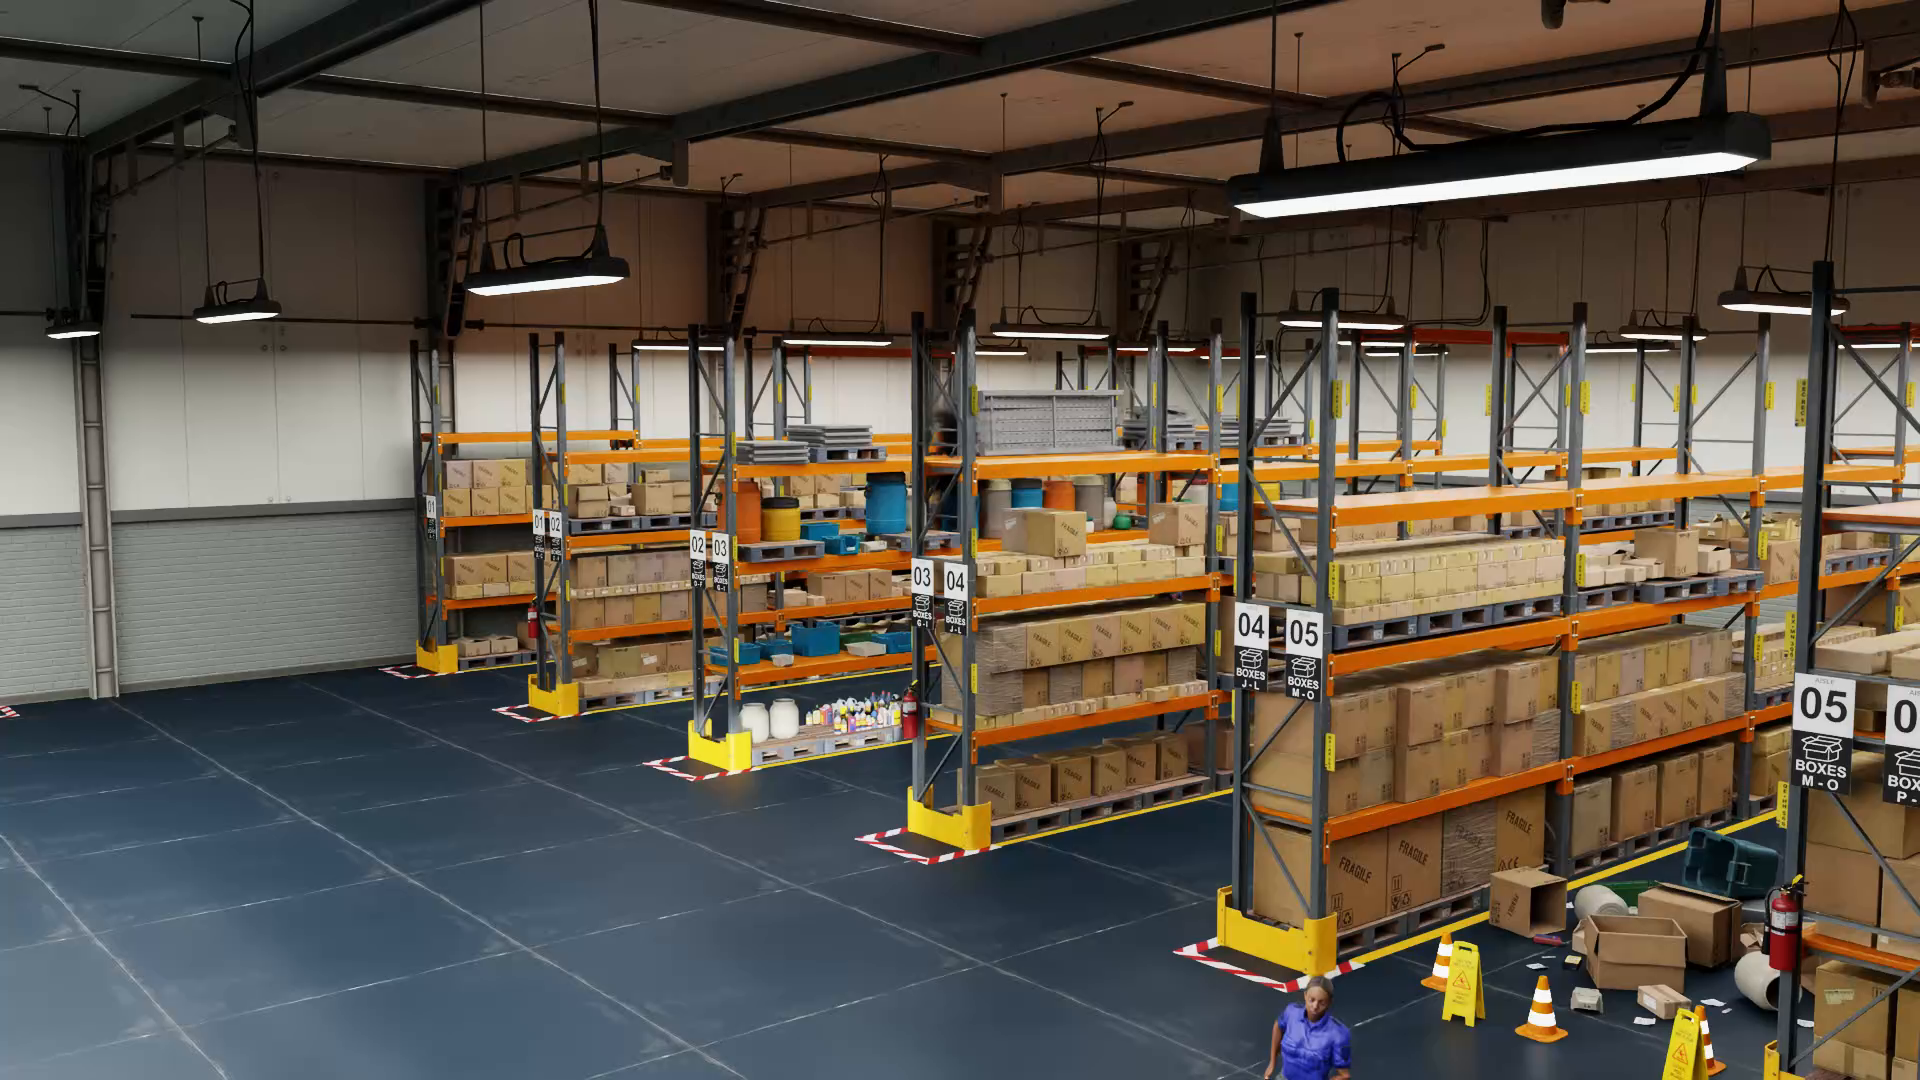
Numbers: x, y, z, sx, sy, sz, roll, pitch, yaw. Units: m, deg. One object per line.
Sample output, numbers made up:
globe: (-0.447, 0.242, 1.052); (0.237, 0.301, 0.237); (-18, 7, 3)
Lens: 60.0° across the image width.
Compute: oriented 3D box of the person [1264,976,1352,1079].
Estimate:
person: (2.049, 3.413, 10.169); (0.709, 1.624, 0.756); (3, 6, 26)

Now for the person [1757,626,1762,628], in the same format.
person: (11.645, 2.078, 24.206); (0.672, 1.709, 0.702); (4, 7, 36)
